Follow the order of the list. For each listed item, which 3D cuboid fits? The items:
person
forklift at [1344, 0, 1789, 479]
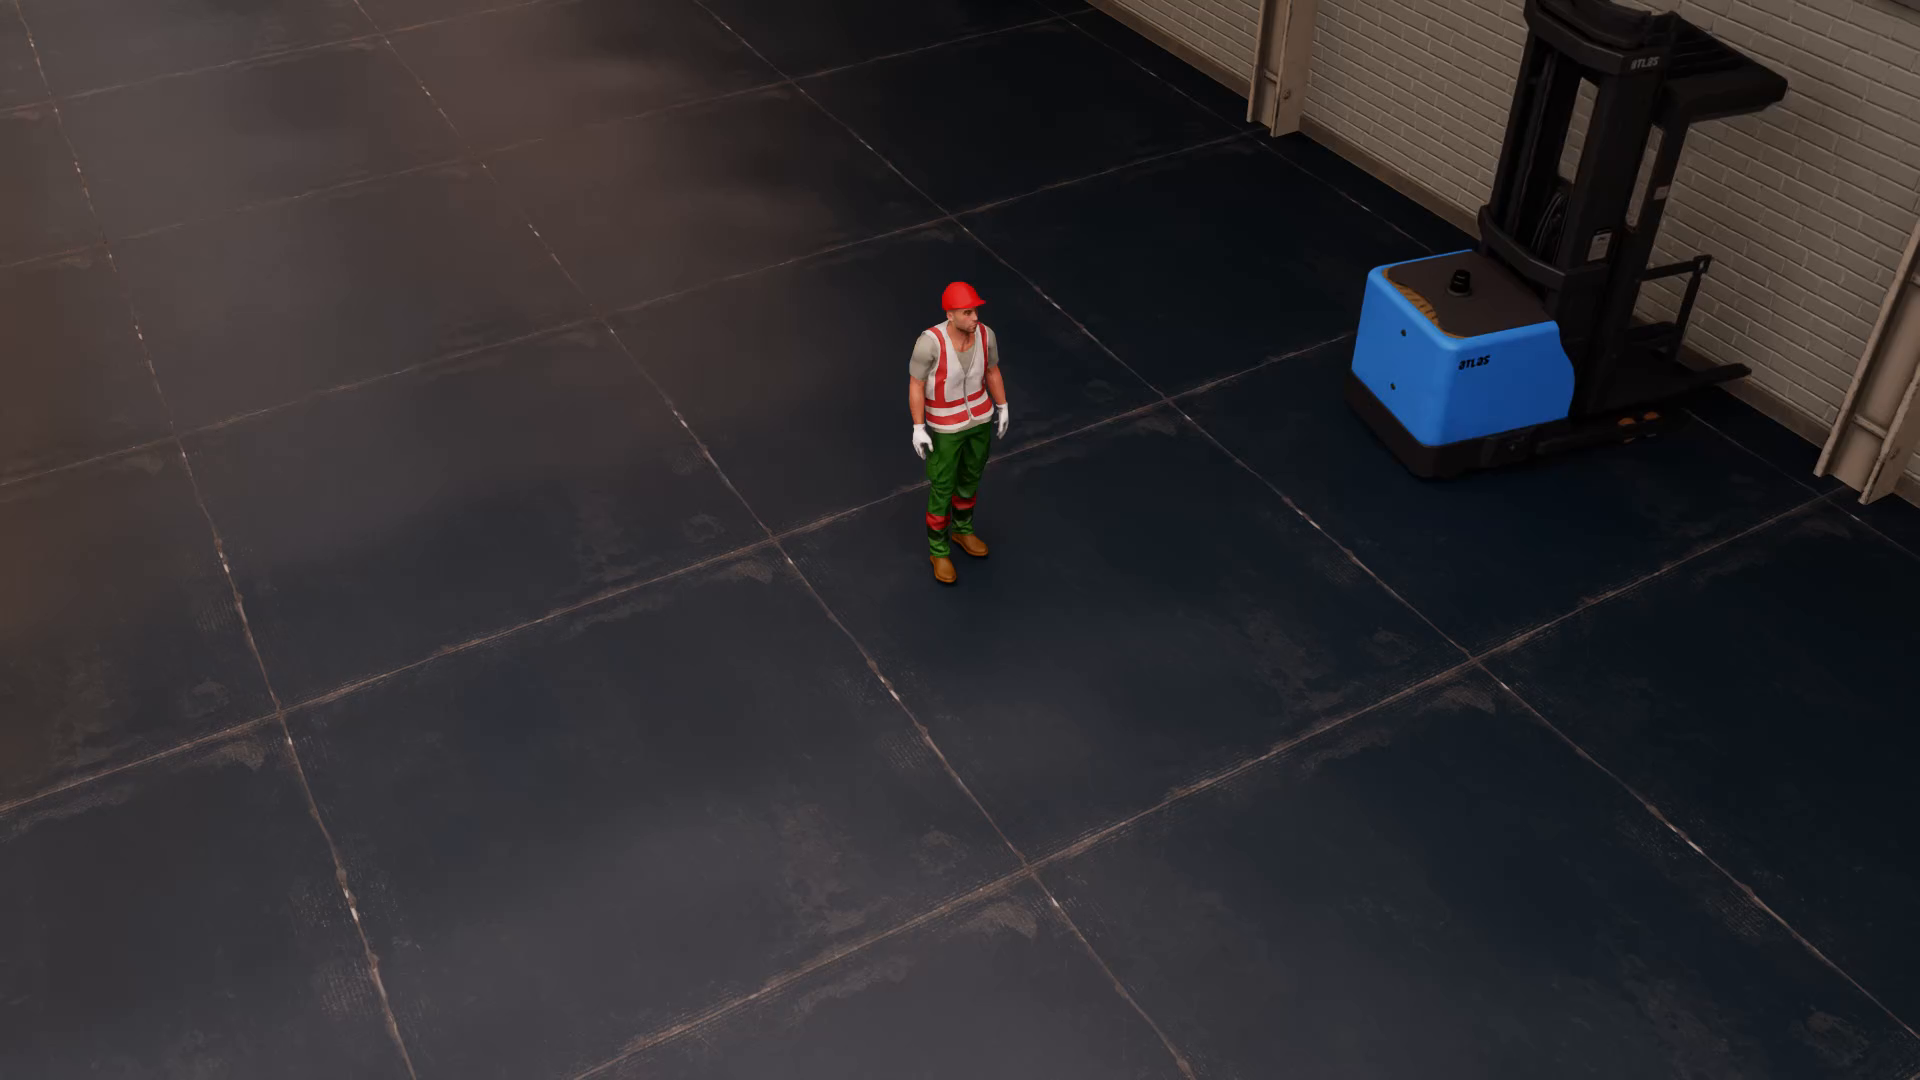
[{"bbox_3d":[0.030,-0.646,9.698,0.637,1.790,0.562,-20,44,-23],"label":"person"},{"bbox_3d":[4.204,-2.087,10.552,3.031,2.935,1.130,-12,41,-15],"label":"forklift"}]
